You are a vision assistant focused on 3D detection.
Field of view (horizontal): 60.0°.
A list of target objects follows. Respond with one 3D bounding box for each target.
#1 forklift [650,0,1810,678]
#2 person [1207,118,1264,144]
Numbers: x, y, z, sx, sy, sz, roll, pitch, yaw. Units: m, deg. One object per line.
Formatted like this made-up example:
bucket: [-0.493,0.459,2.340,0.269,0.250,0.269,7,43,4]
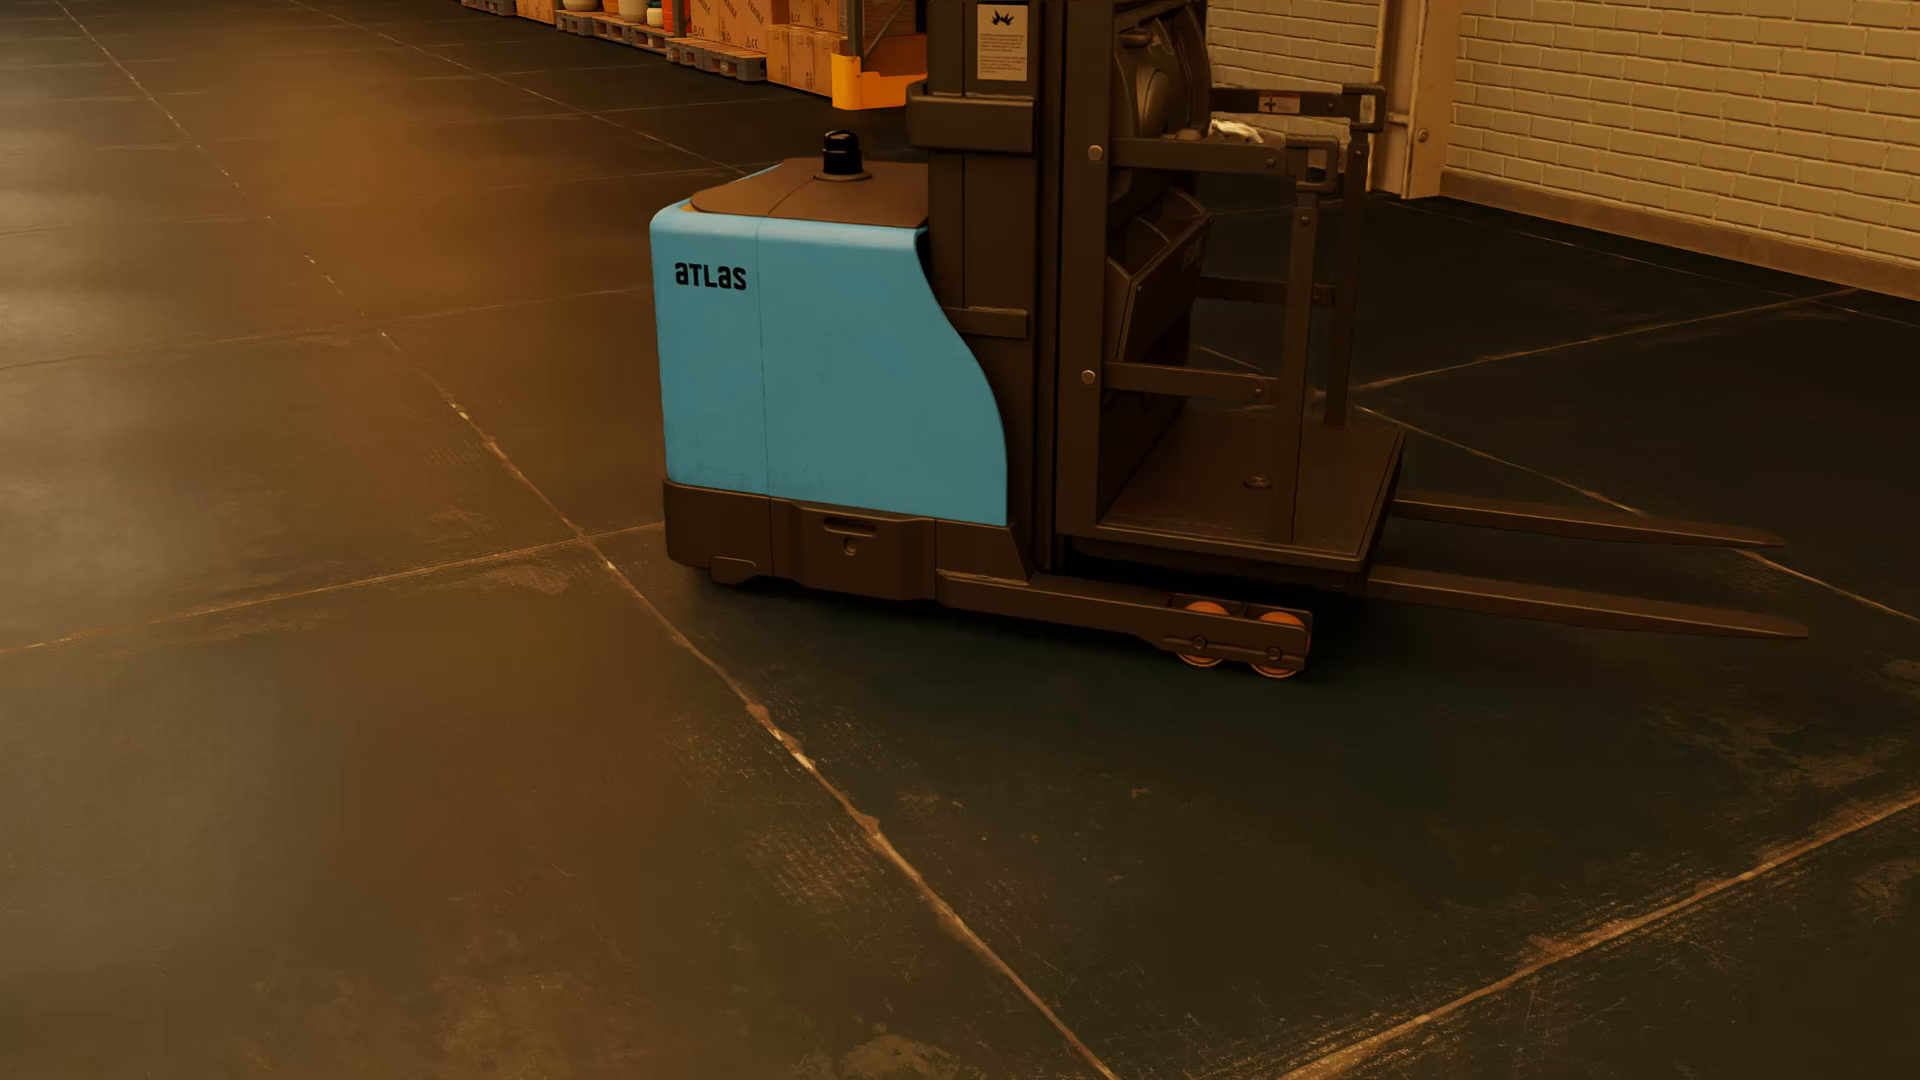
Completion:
forklift: [0.718,-1.228,4.267,3.031,2.935,1.130,8,24,18]
person: [0.769,-1.324,6.398,1.147,1.549,0.911,-10,24,-23]
